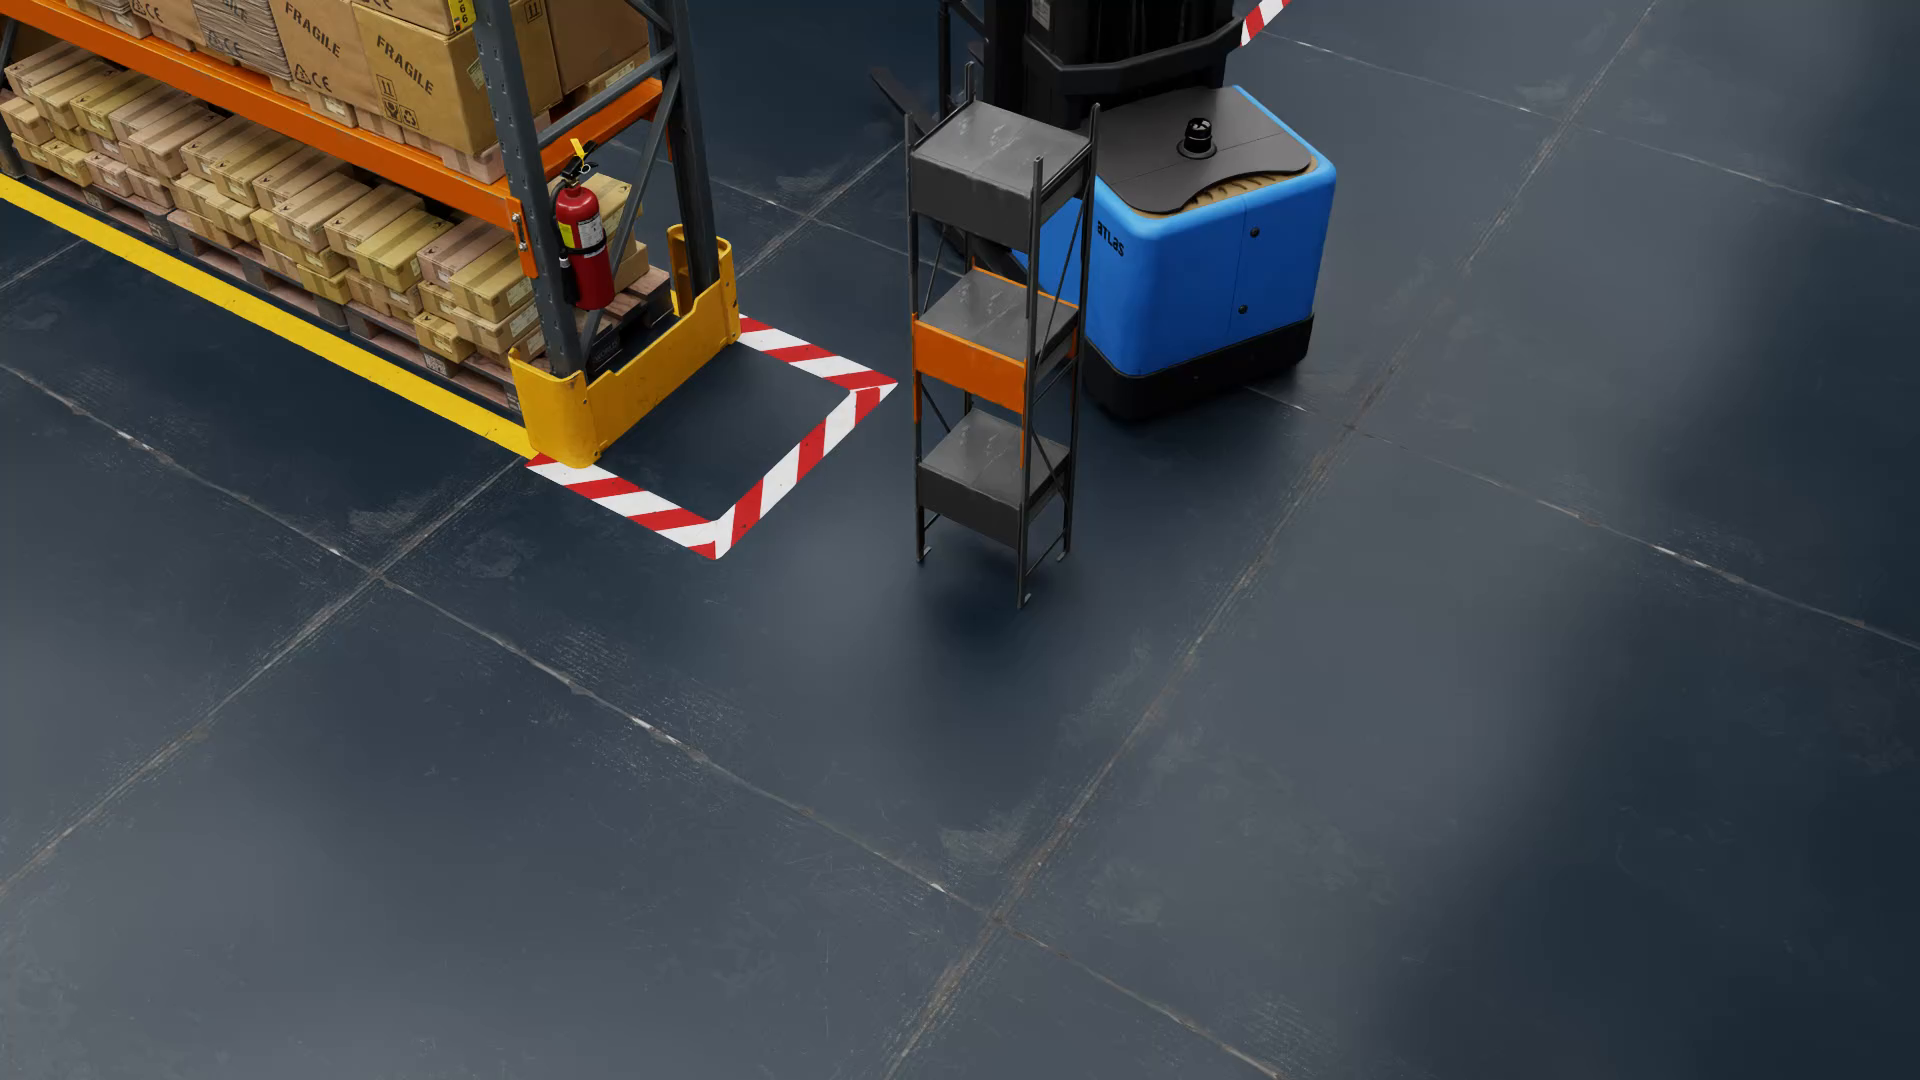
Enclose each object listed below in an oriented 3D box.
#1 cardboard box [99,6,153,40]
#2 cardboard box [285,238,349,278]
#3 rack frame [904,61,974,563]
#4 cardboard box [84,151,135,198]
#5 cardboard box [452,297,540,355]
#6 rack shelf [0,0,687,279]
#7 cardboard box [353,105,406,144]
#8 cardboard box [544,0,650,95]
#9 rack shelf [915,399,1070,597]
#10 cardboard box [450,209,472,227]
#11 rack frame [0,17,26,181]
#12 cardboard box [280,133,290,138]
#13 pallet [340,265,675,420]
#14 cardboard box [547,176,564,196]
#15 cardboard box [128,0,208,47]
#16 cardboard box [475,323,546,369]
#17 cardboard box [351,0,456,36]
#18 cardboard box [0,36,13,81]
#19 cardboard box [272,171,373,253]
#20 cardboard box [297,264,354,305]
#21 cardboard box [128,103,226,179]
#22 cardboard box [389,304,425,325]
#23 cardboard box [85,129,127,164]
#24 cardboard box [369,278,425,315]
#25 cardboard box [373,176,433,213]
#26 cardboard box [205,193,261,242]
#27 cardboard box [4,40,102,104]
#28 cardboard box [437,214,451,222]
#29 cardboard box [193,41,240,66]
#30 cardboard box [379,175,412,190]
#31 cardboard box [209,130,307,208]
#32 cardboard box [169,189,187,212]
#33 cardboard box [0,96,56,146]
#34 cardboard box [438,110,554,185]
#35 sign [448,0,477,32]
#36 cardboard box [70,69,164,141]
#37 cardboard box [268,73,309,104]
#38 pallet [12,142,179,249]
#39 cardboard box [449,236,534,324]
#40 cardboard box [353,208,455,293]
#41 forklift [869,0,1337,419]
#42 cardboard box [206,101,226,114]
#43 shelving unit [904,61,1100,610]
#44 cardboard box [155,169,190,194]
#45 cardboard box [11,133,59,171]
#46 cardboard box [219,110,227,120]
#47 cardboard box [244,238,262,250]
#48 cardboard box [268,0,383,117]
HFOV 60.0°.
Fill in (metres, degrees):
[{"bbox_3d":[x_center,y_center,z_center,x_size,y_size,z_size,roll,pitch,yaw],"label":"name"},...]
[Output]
[{"bbox_3d":[-3.585,-2.401,7.389,0.250,0.149,0.380,27,52,24],"label":"cardboard box"},{"bbox_3d":[-2.894,-1.409,7.737,0.250,0.149,0.380,25,51,23],"label":"cardboard box"},{"bbox_3d":[-0.066,-0.762,6.248,0.015,2.100,0.400,25,51,22],"label":"rack frame"},{"bbox_3d":[-4.187,-1.927,8.448,0.250,0.149,0.380,24,51,22],"label":"cardboard box"},{"bbox_3d":[-2.013,-1.017,7.356,0.250,0.149,0.380,23,50,21],"label":"cardboard box"},{"bbox_3d":[-3.098,-2.252,7.570,4.000,0.370,1.077,25,51,22],"label":"rack shelf"},{"bbox_3d":[-2.249,-1.803,6.807,0.250,0.149,0.380,24,51,22],"label":"cardboard box"},{"bbox_3d":[-1.643,-2.207,6.748,0.500,0.500,0.500,27,52,24],"label":"cardboard box"},{"bbox_3d":[0.139,-0.170,6.668,0.480,0.518,0.431,25,51,22],"label":"rack shelf"},{"bbox_3d":[-2.170,-1.524,7.849,0.250,0.149,0.380,25,51,23],"label":"cardboard box"},{"bbox_3d":[-4.781,-3.277,8.064,0.127,3.000,1.000,25,51,22],"label":"rack frame"},{"bbox_3d":[-3.277,-2.054,8.364,0.250,0.149,0.380,22,50,20],"label":"cardboard box"},{"bbox_3d":[-2.143,-1.122,7.914,1.213,0.211,1.003,25,51,22],"label":"pallet"},{"bbox_3d":[-1.969,-1.530,7.647,0.250,0.149,0.380,26,51,23],"label":"cardboard box"},{"bbox_3d":[-3.208,-2.477,7.011,0.500,0.500,0.500,27,52,24],"label":"cardboard box"},{"bbox_3d":[-1.970,-0.959,7.507,0.250,0.149,0.380,26,51,23],"label":"cardboard box"},{"bbox_3d":[-1.934,-2.242,6.085,0.500,0.500,0.500,24,50,21],"label":"cardboard box"},{"bbox_3d":[-5.540,-2.686,8.941,0.500,0.500,0.500,24,50,21],"label":"cardboard box"},{"bbox_3d":[-2.904,-1.505,7.623,0.250,0.149,0.380,27,51,23],"label":"cardboard box"},{"bbox_3d":[-2.880,-1.300,7.839,0.250,0.149,0.380,23,50,20],"label":"cardboard box"},{"bbox_3d":[-3.762,-1.933,8.039,0.250,0.149,0.380,26,51,23],"label":"cardboard box"},{"bbox_3d":[-2.417,-1.151,7.694,0.250,0.149,0.380,24,51,22],"label":"cardboard box"},{"bbox_3d":[-4.163,-2.083,8.392,0.250,0.149,0.380,24,51,22],"label":"cardboard box"},{"bbox_3d":[-2.451,-1.217,7.550,0.250,0.149,0.380,23,50,21],"label":"cardboard box"},{"bbox_3d":[-2.602,-1.734,8.053,0.250,0.149,0.380,22,50,20],"label":"cardboard box"},{"bbox_3d":[-3.346,-1.610,7.932,0.250,0.149,0.380,25,51,22],"label":"cardboard box"},{"bbox_3d":[-4.603,-2.378,8.472,0.250,0.149,0.380,27,51,24],"label":"cardboard box"},{"bbox_3d":[-2.316,-1.586,8.116,0.250,0.149,0.380,25,51,23],"label":"cardboard box"},{"bbox_3d":[-3.110,-2.241,7.233,0.250,0.149,0.380,26,51,23],"label":"cardboard box"},{"bbox_3d":[-2.593,-1.864,7.972,0.250,0.149,0.380,27,51,24],"label":"cardboard box"},{"bbox_3d":[-3.301,-1.758,7.869,0.250,0.149,0.380,25,51,22],"label":"cardboard box"},{"bbox_3d":[-3.701,-1.776,8.301,0.250,0.149,0.380,23,50,21],"label":"cardboard box"},{"bbox_3d":[-4.649,-2.200,8.505,0.250,0.149,0.380,27,52,24],"label":"cardboard box"},{"bbox_3d":[-1.841,-1.596,6.606,0.250,0.149,0.380,25,51,22],"label":"cardboard box"},{"bbox_3d":[-1.731,-1.914,5.713,0.005,0.325,0.100,25,51,22],"label":"sign"},{"bbox_3d":[-4.164,-2.168,8.267,0.250,0.149,0.380,24,50,22],"label":"cardboard box"},{"bbox_3d":[-2.683,-2.008,7.006,0.250,0.149,0.380,23,50,20],"label":"cardboard box"},{"bbox_3d":[-4.197,-2.066,8.832,1.213,0.211,1.003,25,51,22],"label":"pallet"},{"bbox_3d":[-1.997,-1.140,7.268,0.250,0.149,0.380,25,51,23],"label":"cardboard box"},{"bbox_3d":[-2.464,-1.296,7.420,0.250,0.149,0.380,24,50,21],"label":"cardboard box"},{"bbox_3d":[0.489,-2.618,7.472,1.130,2.935,3.031,-20,49,-19],"label":"forklift"},{"bbox_3d":[-3.715,-2.342,8.436,0.250,0.149,0.380,26,51,23],"label":"cardboard box"},{"bbox_3d":[0.139,-0.668,6.157,0.503,2.100,0.431,25,51,22],"label":"shelving unit"},{"bbox_3d":[-3.718,-1.856,8.172,0.250,0.149,0.380,27,52,24],"label":"cardboard box"},{"bbox_3d":[-4.648,-2.095,8.611,0.250,0.149,0.380,23,50,20],"label":"cardboard box"},{"bbox_3d":[-3.717,-2.257,8.561,0.250,0.149,0.380,25,51,22],"label":"cardboard box"},{"bbox_3d":[-3.272,-1.561,8.092,0.250,0.149,0.380,26,51,23],"label":"cardboard box"},{"bbox_3d":[-2.362,-2.088,6.632,0.500,0.500,0.500,24,50,22],"label":"cardboard box"}]
